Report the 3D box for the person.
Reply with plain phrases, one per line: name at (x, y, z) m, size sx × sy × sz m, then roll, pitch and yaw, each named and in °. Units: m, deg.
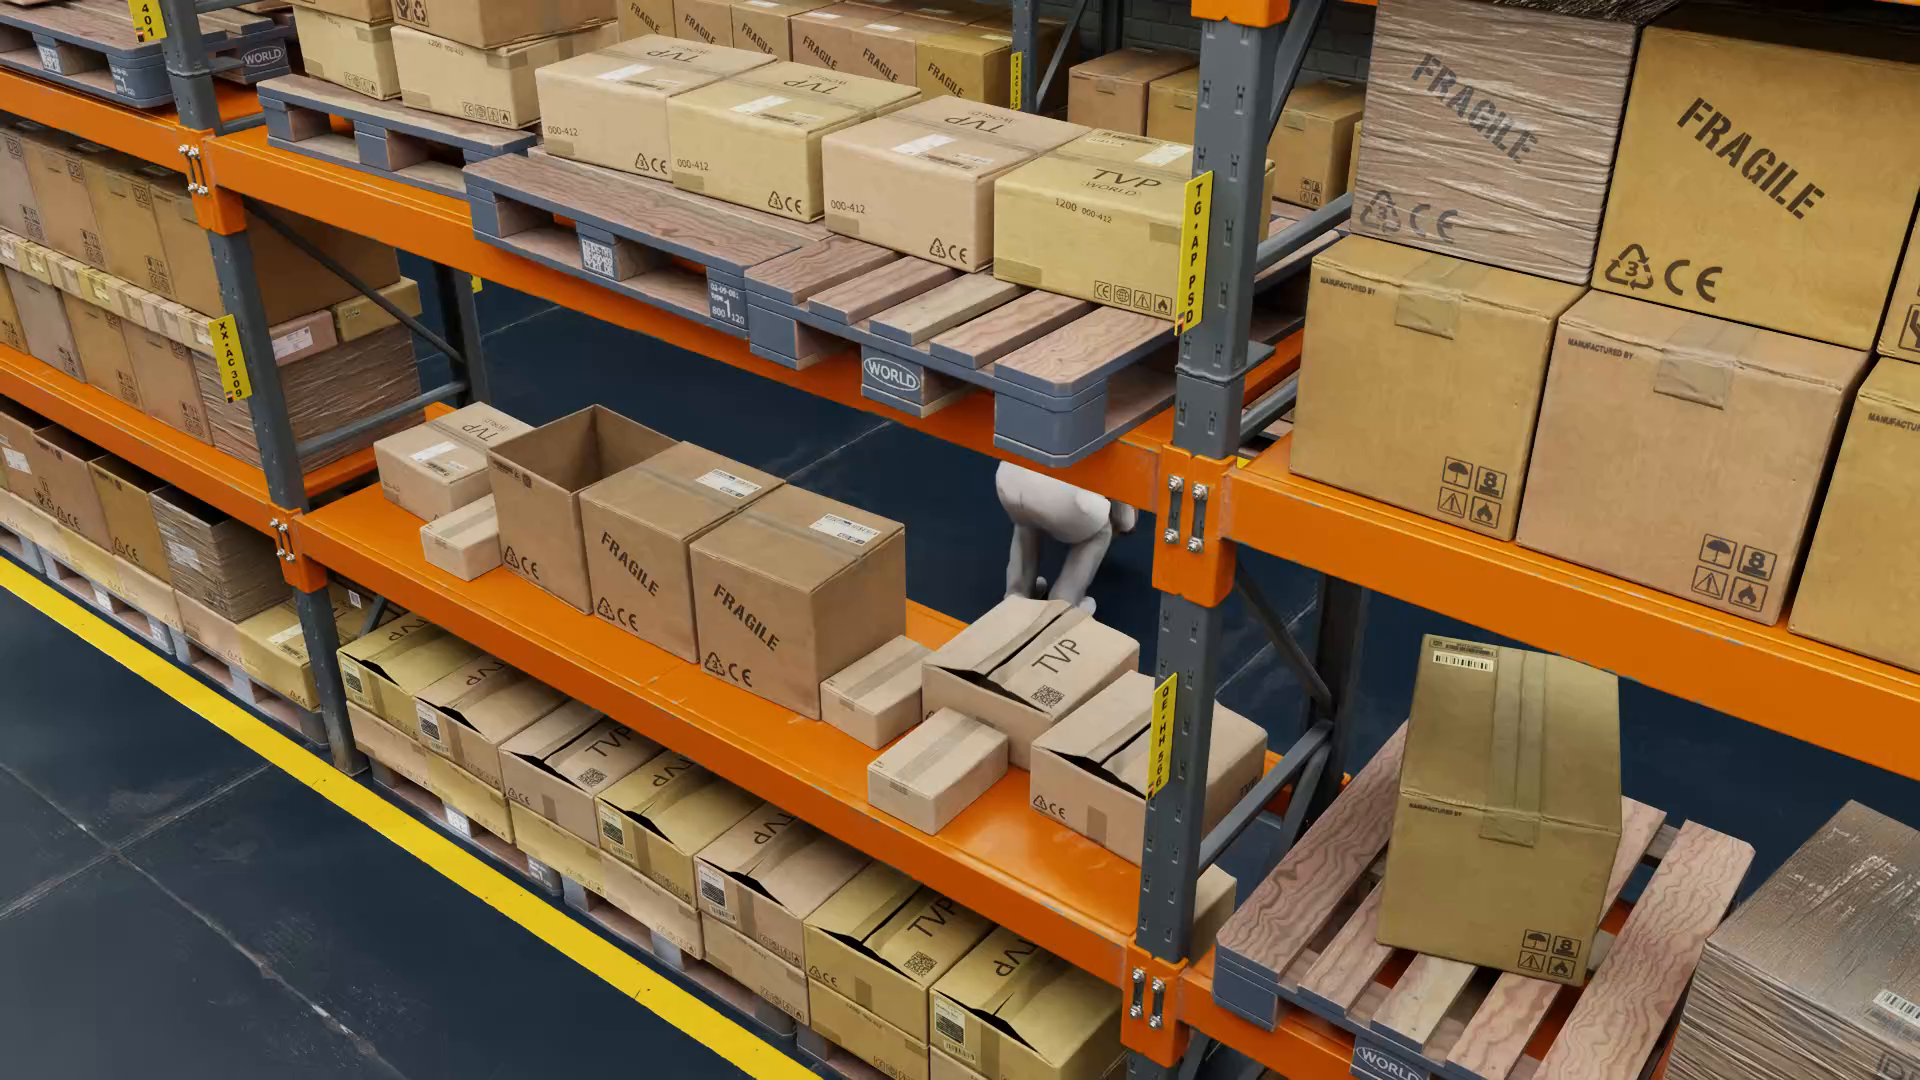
person at (0.539, -0.177, 8.128) m, size 0.588 × 1.085 × 0.941 m, roll 19°, pitch 36°, yaw 29°
